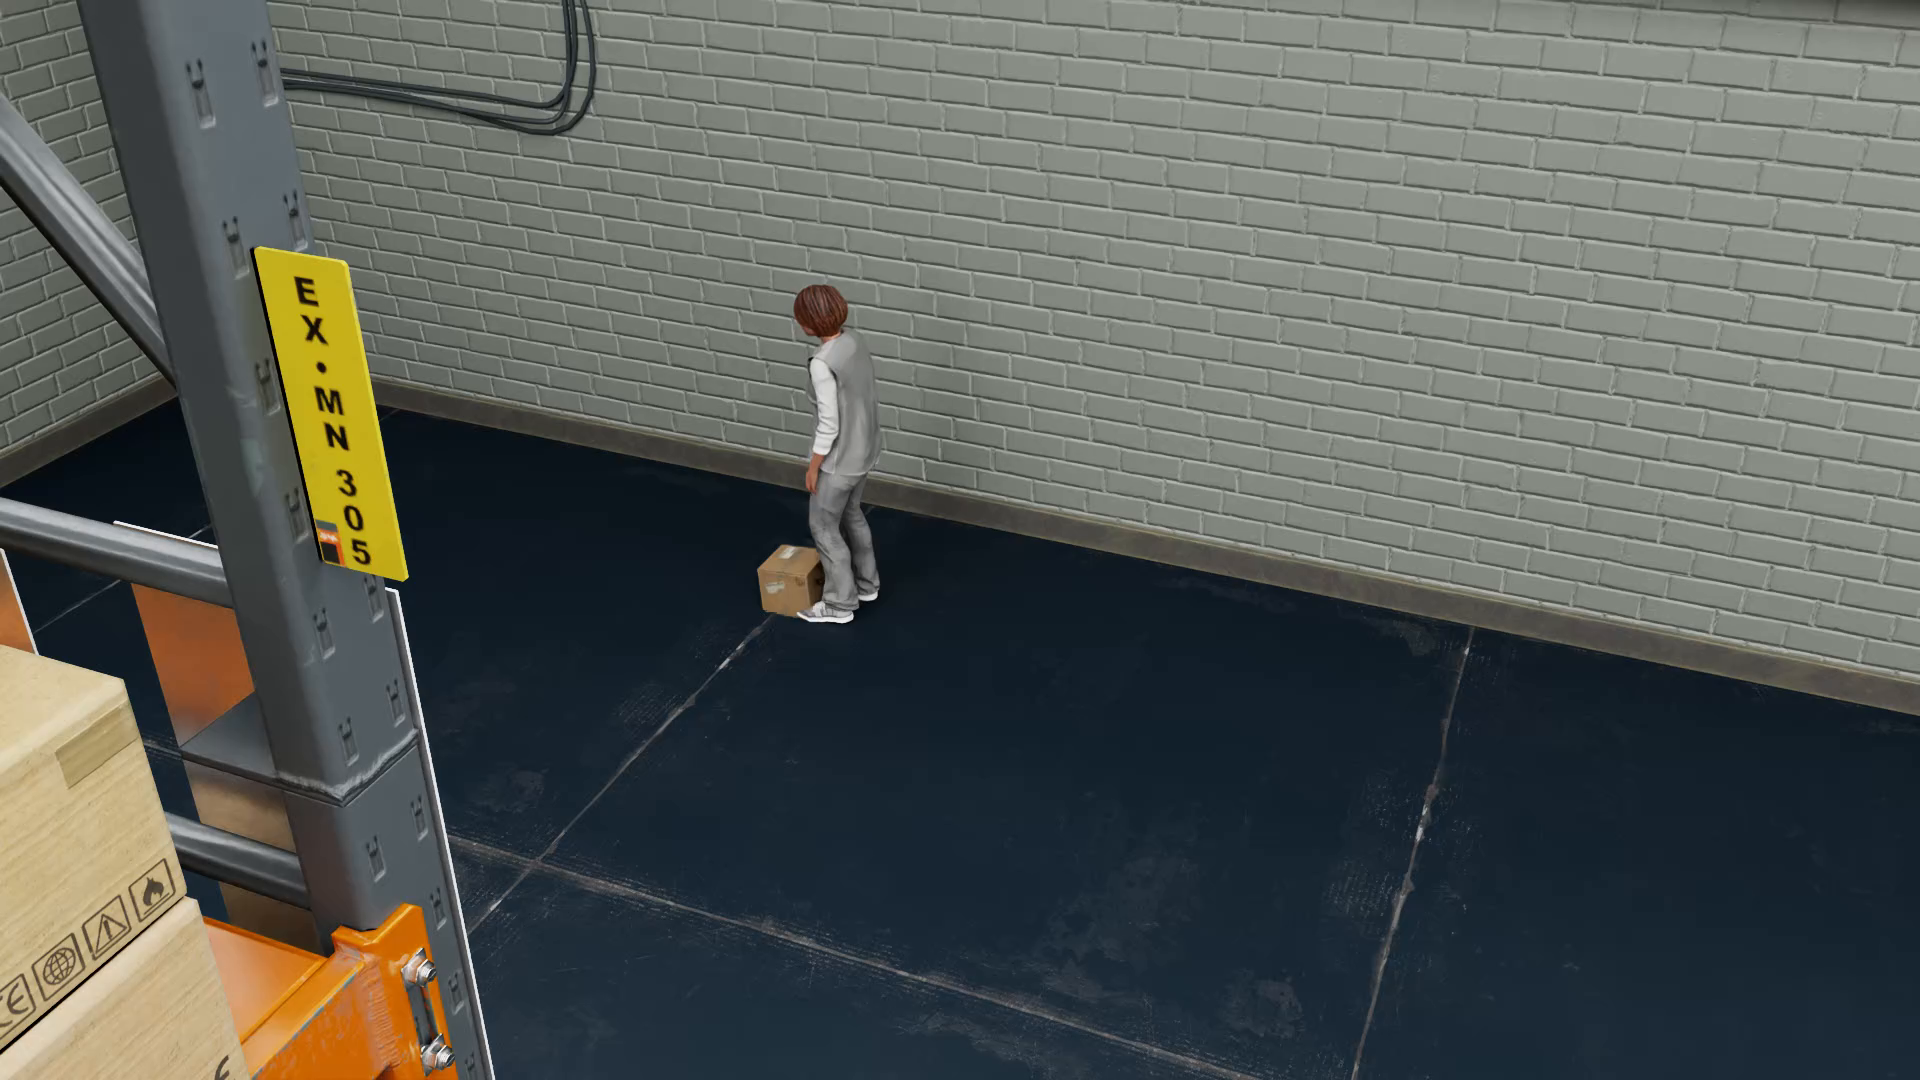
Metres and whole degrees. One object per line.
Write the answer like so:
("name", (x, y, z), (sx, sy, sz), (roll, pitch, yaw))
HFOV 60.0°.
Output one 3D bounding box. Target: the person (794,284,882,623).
("person", (-0.539, -0.363, 7.267), (0.374, 1.594, 0.460), (10, 32, 17))
